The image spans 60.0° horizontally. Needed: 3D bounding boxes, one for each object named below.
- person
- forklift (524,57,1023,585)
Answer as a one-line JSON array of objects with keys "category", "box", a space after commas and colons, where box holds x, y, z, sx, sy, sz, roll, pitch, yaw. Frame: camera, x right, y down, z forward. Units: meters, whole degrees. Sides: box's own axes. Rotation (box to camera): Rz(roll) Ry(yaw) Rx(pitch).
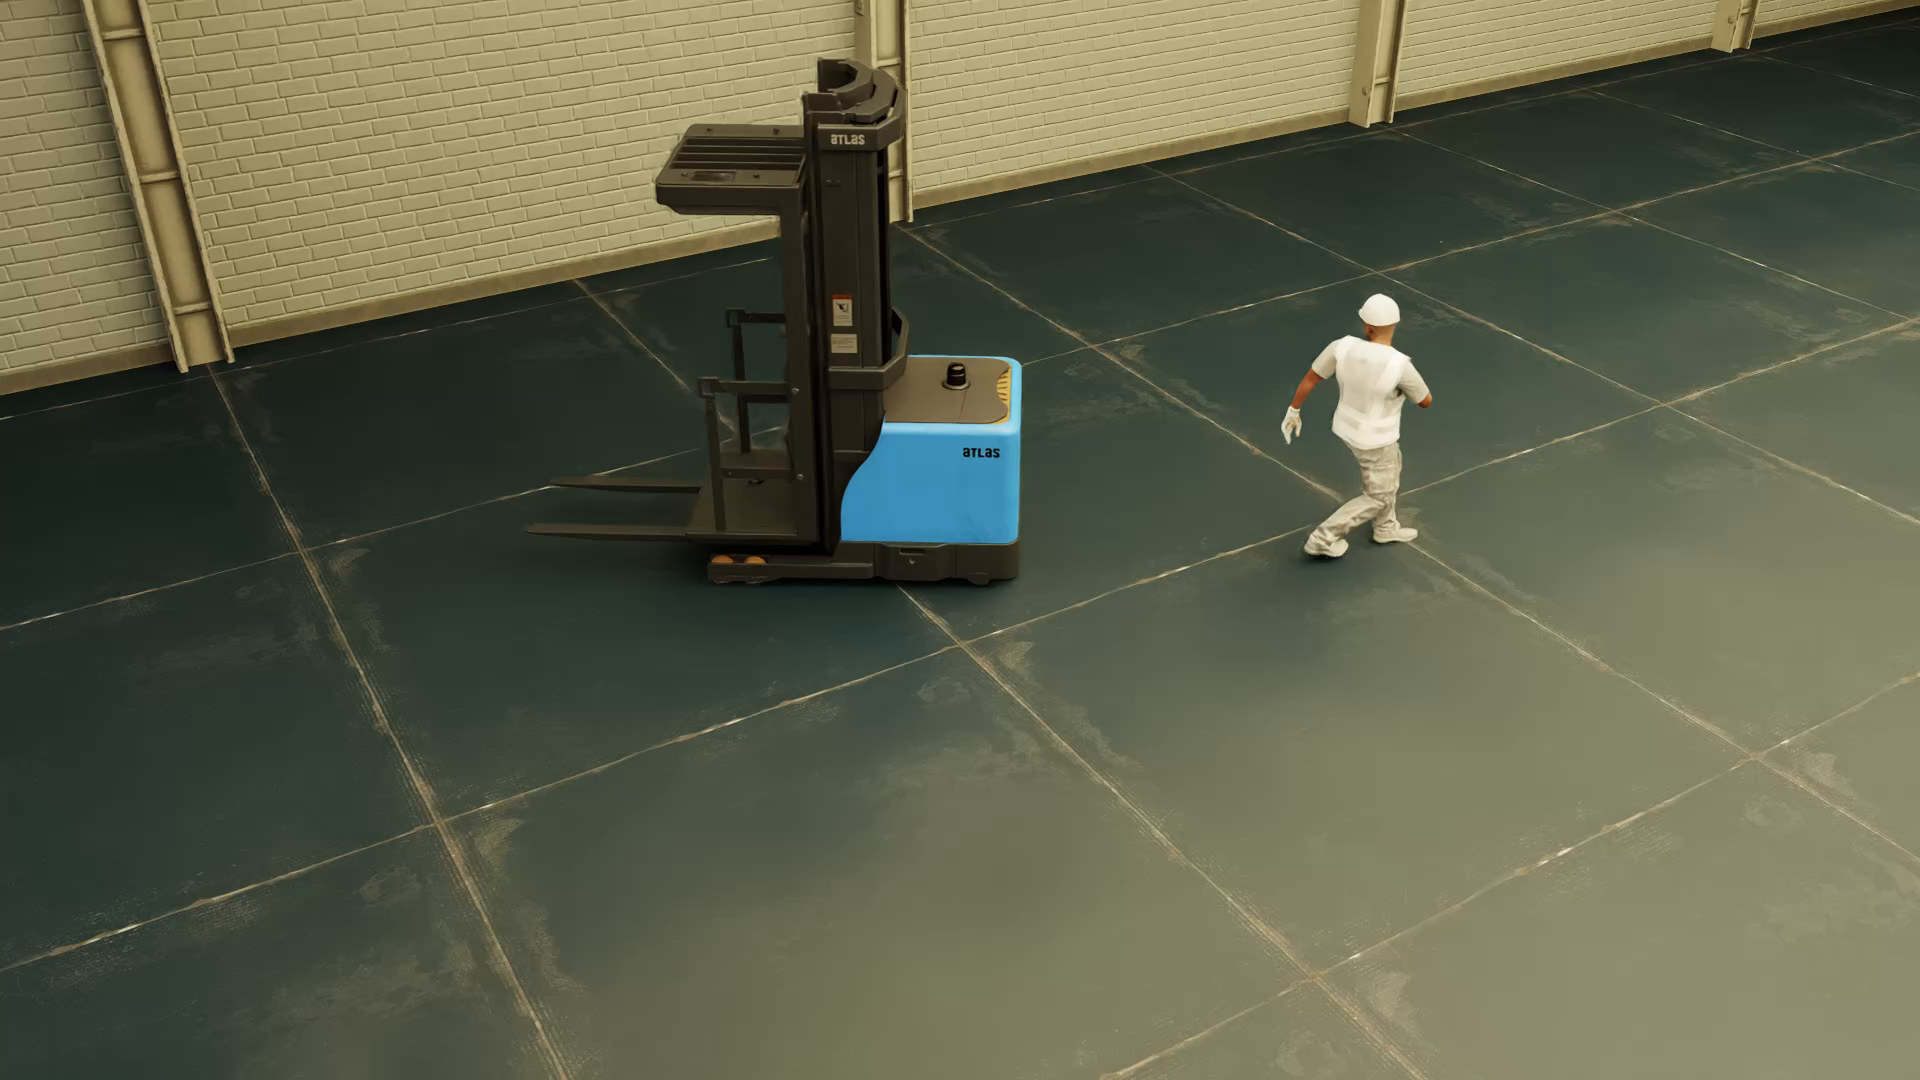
[{"category": "person", "box": [2.455, -0.675, 10.007, 0.941, 1.691, 0.584, -13, 33, -21]}, {"category": "forklift", "box": [-1.137, -1.259, 9.750, 3.031, 2.935, 1.130, 1, 31, 2]}]
